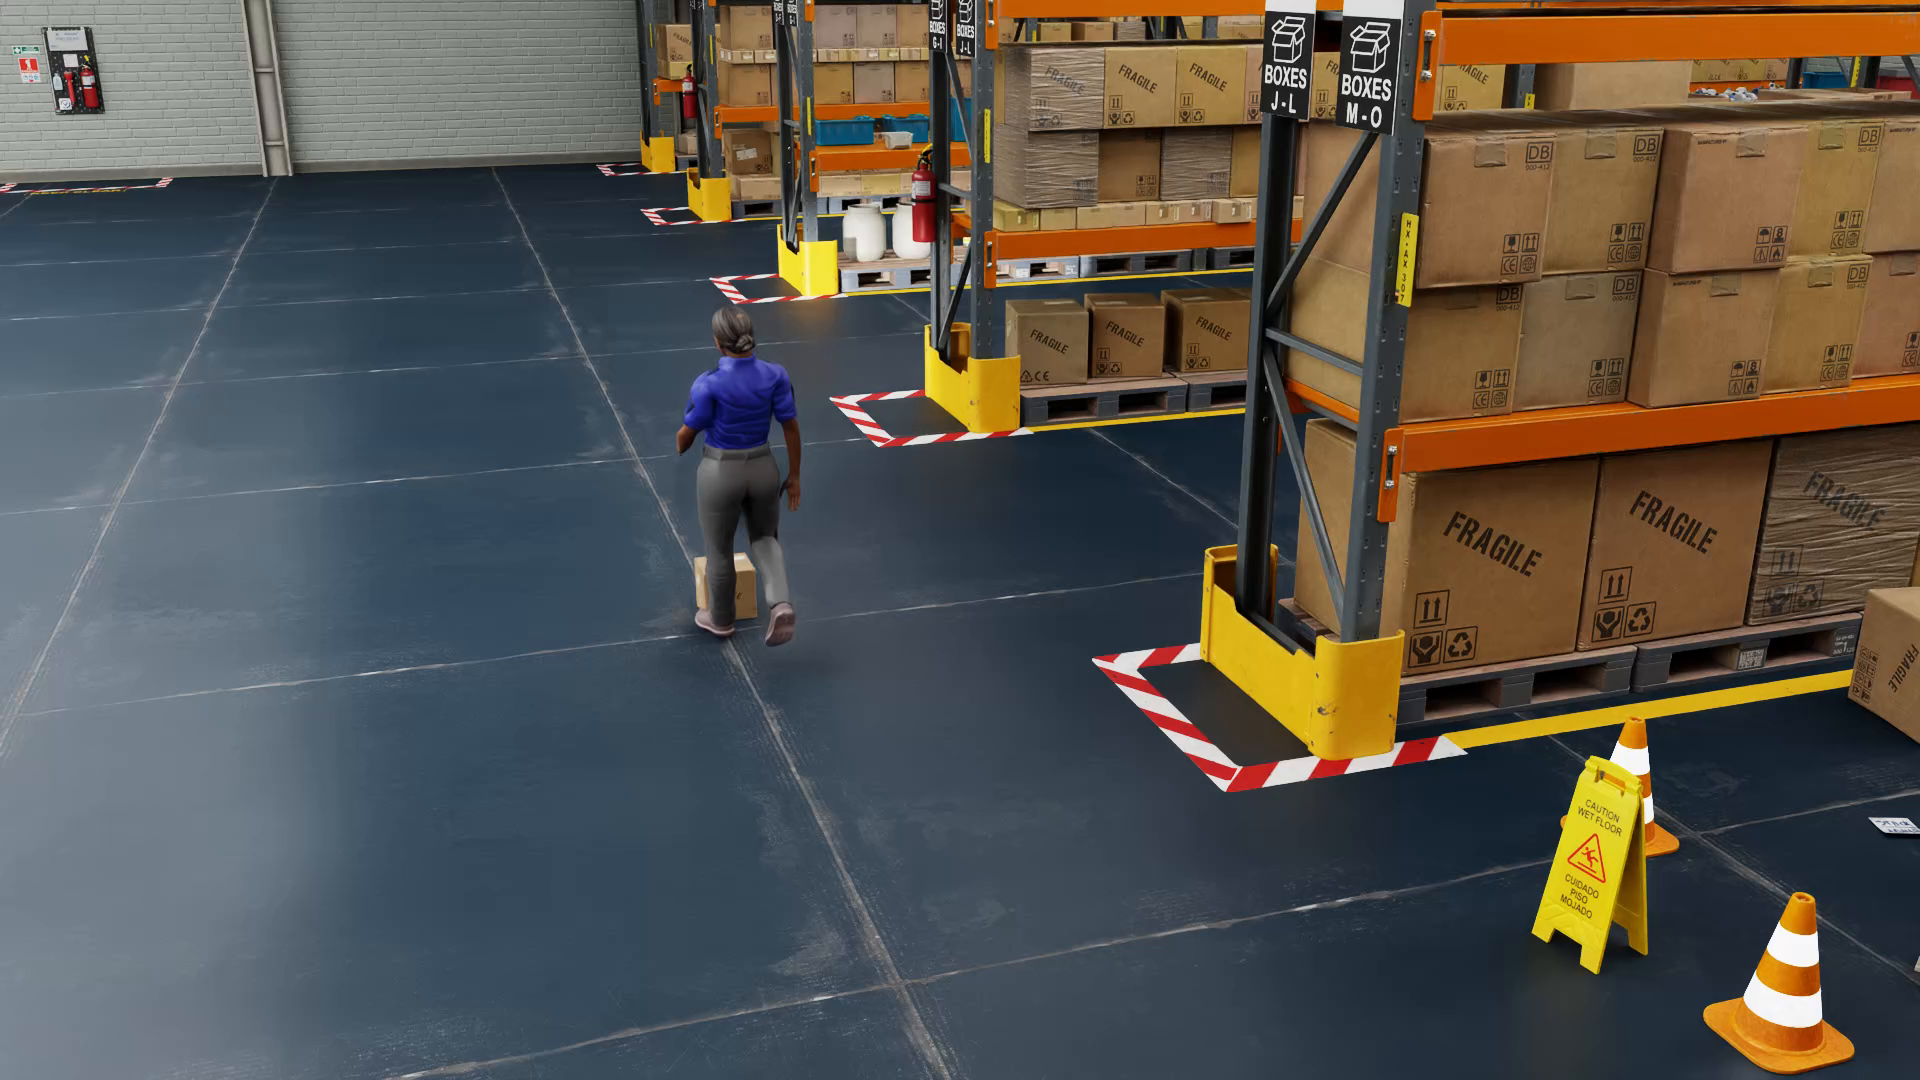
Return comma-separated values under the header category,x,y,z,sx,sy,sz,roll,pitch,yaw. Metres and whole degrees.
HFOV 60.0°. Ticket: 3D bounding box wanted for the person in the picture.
category,x,y,z,sx,sy,sz,roll,pitch,yaw
person,-1.009,-0.288,7.414,0.525,1.609,0.743,-10,22,-27
